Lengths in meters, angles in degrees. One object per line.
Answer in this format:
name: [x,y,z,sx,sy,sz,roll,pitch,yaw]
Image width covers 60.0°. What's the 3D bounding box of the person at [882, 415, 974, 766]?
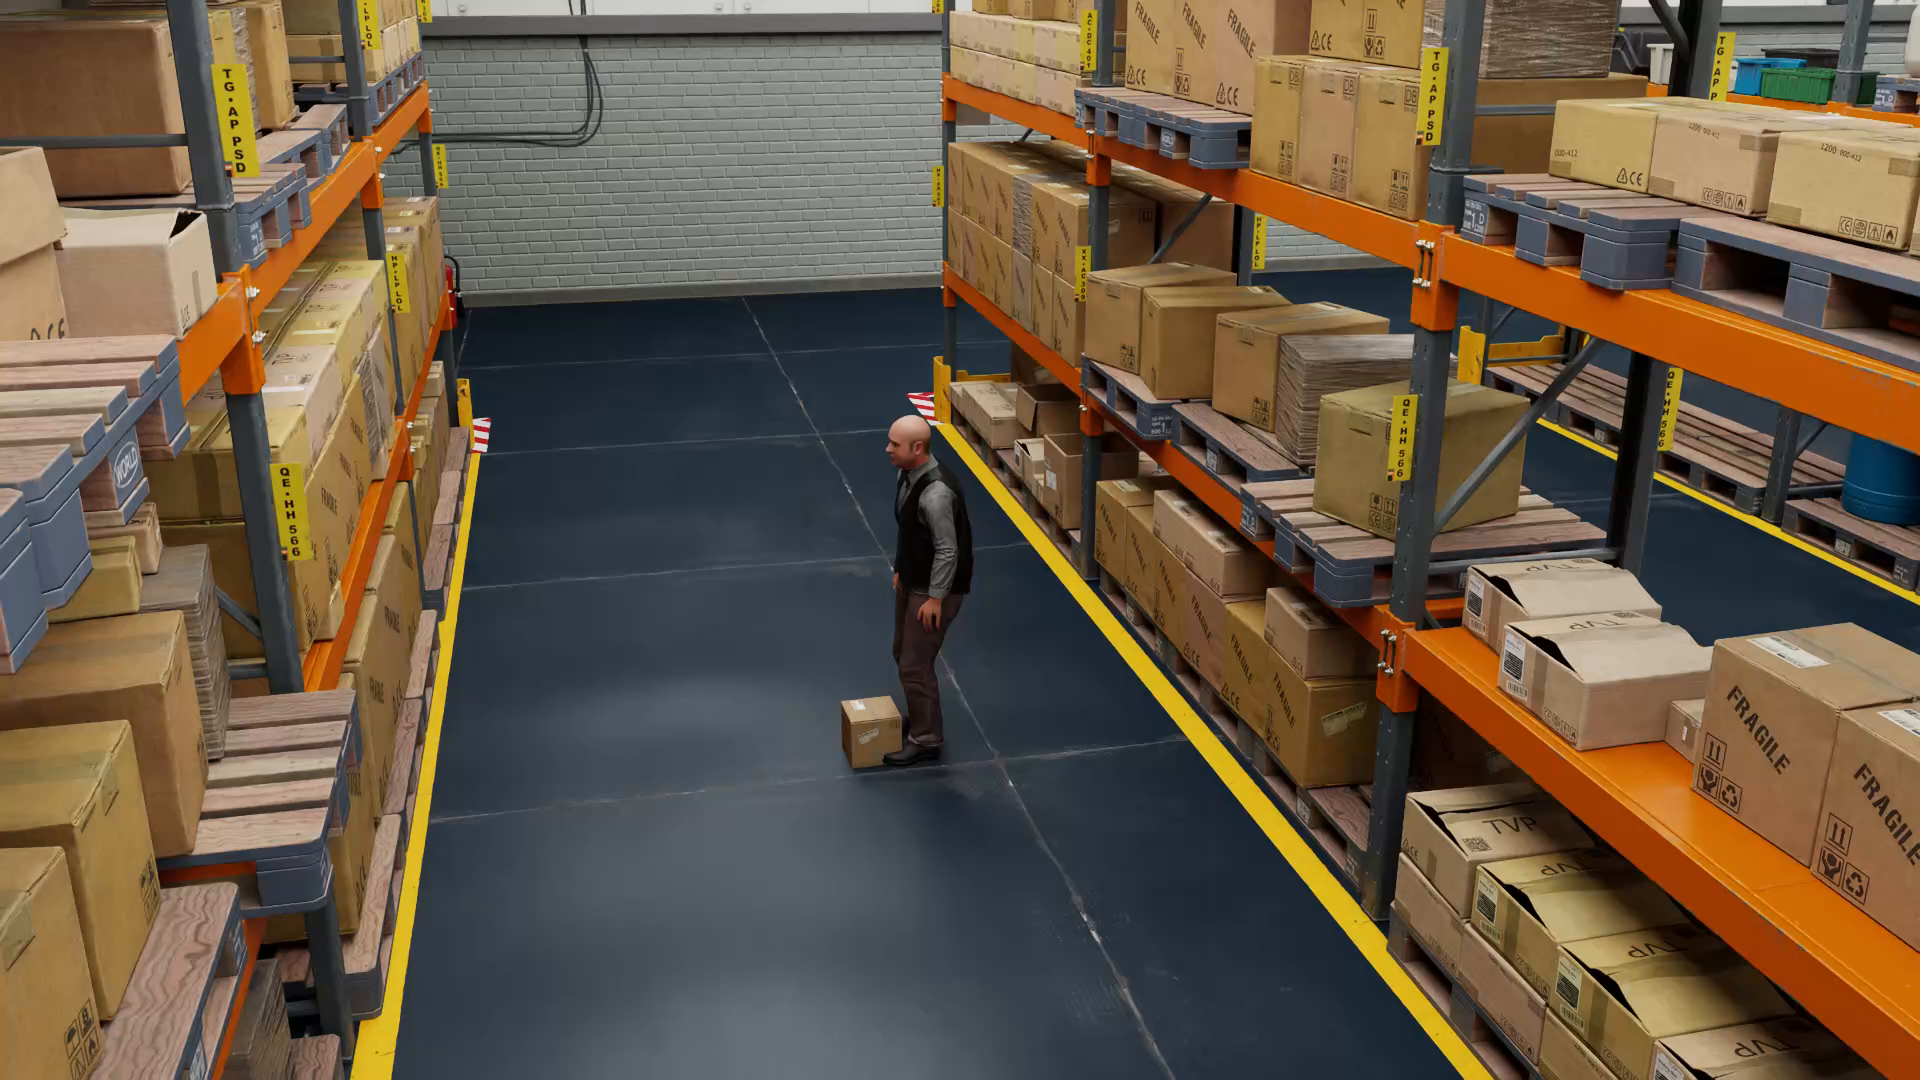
person: [-0.185,0.275,7.982,0.475,1.618,0.587,-6,20,-16]
